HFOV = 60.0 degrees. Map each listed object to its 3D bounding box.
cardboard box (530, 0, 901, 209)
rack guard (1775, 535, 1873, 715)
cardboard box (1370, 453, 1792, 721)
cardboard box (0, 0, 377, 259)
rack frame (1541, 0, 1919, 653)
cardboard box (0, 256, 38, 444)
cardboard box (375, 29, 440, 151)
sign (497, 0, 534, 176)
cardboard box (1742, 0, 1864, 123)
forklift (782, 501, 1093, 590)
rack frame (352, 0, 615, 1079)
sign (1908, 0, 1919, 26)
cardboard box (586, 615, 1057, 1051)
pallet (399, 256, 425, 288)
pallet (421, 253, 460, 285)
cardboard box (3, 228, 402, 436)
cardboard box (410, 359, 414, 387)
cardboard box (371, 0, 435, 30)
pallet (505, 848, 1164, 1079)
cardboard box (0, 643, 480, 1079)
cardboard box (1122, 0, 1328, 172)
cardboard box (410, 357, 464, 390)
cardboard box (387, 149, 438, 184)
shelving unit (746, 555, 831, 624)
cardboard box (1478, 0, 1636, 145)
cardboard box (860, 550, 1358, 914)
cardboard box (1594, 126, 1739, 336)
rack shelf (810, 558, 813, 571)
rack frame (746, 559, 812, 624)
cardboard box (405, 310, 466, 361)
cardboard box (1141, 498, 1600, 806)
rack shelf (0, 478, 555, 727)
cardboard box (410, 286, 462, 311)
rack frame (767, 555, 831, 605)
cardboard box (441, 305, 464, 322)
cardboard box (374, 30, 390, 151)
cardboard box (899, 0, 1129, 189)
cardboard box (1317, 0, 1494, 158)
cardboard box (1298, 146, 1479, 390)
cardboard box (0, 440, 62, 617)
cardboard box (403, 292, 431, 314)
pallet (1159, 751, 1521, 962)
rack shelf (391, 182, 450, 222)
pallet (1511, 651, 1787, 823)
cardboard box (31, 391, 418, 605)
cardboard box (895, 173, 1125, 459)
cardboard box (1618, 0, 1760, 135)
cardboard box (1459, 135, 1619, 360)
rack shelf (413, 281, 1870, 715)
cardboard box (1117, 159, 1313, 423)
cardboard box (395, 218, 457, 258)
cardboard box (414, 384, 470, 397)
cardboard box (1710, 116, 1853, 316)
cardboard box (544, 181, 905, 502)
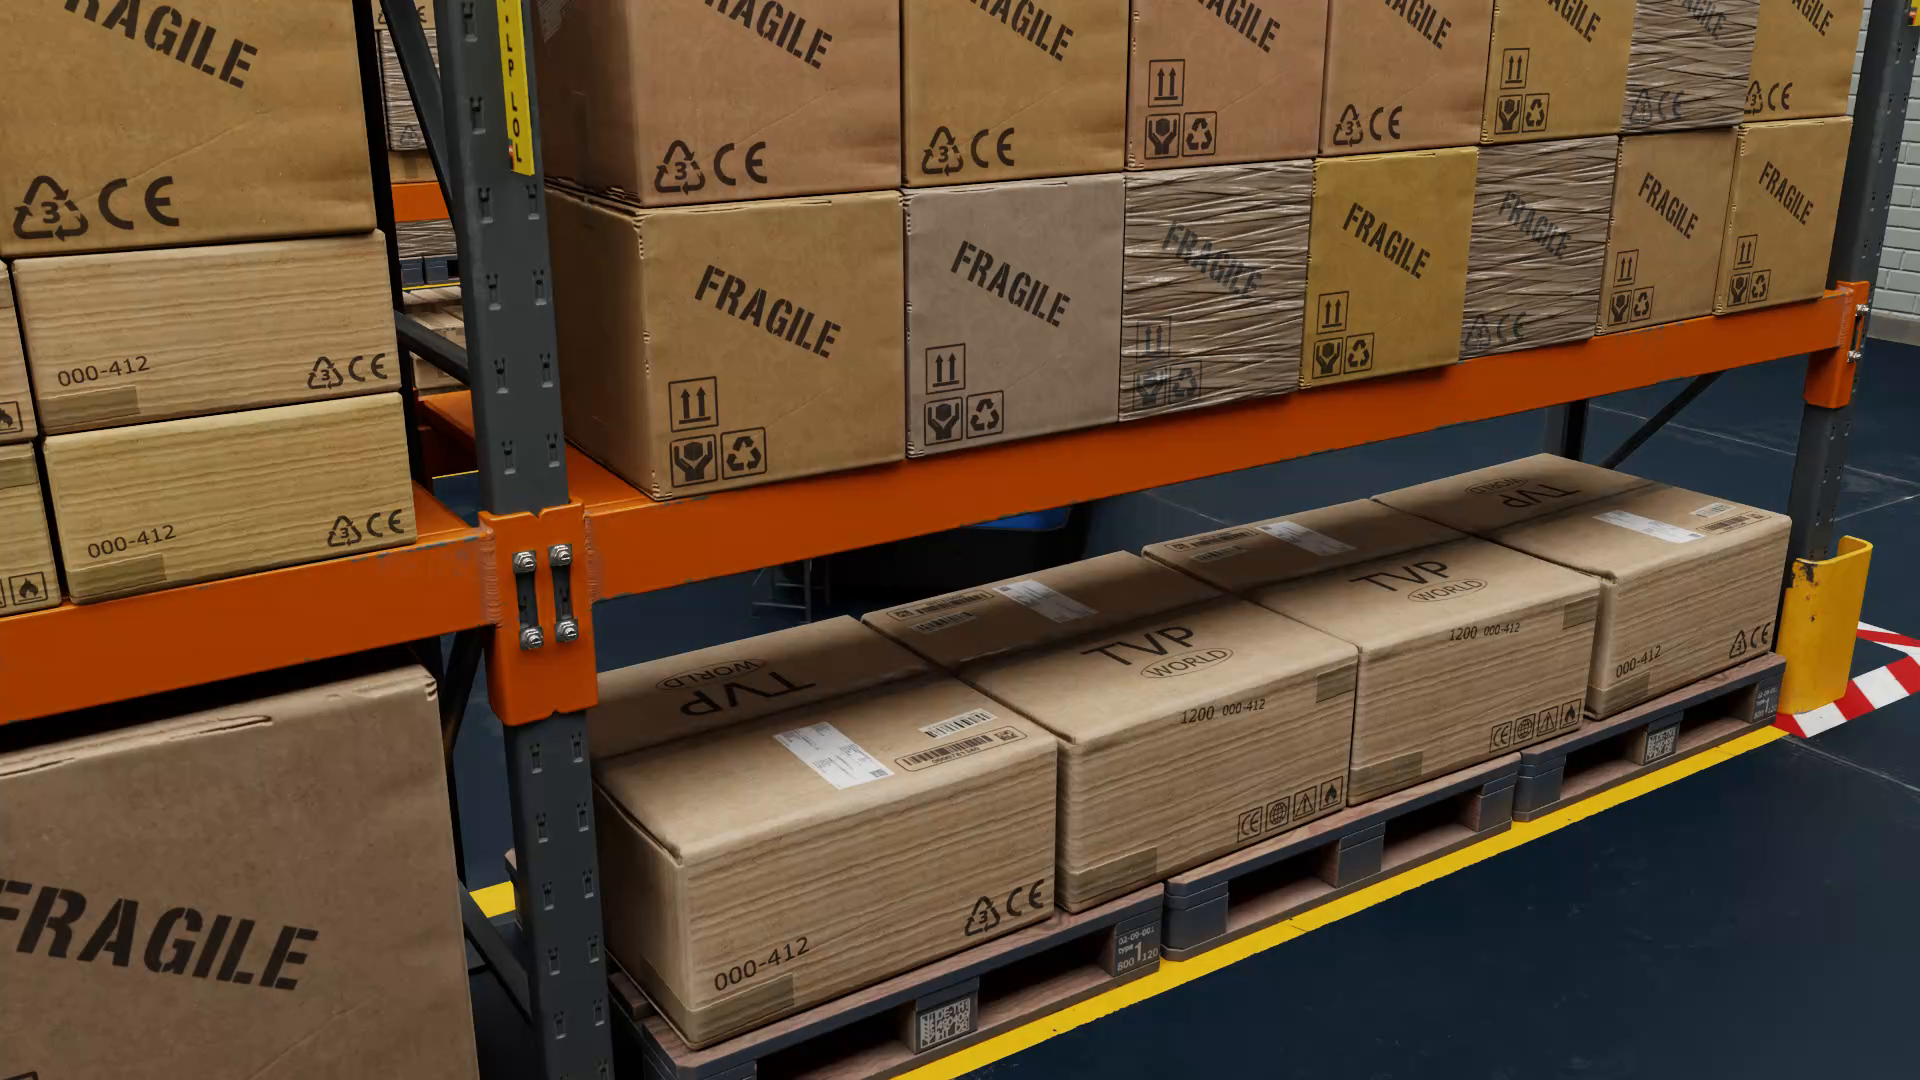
[{"bbox_3d":[-0.448,-0.890,2.975,0.500,0.500,0.500,-12,22,-31],"label":"cardboard box"},{"bbox_3d":[2.382,0.126,5.592,0.348,0.500,1.175,-12,22,-31],"label":"rack guard"},{"bbox_3d":[1.866,0.104,5.099,0.875,0.438,0.875,-13,23,-33],"label":"cardboard box"},{"bbox_3d":[-1.213,-0.725,2.487,0.500,0.500,0.500,-11,22,-30],"label":"cardboard box"},{"bbox_3d":[2.362,-1.054,5.179,0.127,3.000,1.000,-12,22,-31],"label":"rack frame"},{"bbox_3d":[-1.626,-0.282,2.350,0.500,0.250,0.500,-11,22,-30],"label":"cardboard box"},{"bbox_3d":[-2.383,-2.032,7.451,0.500,0.500,0.500,-12,22,-33],"label":"cardboard box"},{"bbox_3d":[-0.672,-0.717,2.498,0.005,0.325,0.100,-12,22,-31],"label":"sign"},{"bbox_3d":[2.091,-1.426,4.563,0.500,0.500,0.500,-11,22,-30],"label":"cardboard box"},{"bbox_3d":[0.068,-1.627,6.980,1.130,2.935,3.031,3,19,8],"label":"forklift"},{"bbox_3d":[-0.978,-0.349,3.095,0.127,3.000,1.000,-12,22,-31],"label":"rack frame"},{"bbox_3d":[2.649,-1.567,4.519,0.005,0.325,0.100,-12,22,-31],"label":"sign"},{"bbox_3d":[-0.395,0.584,3.680,0.875,0.438,0.875,-12,22,-32],"label":"cardboard box"},{"bbox_3d":[-4.731,-2.008,12.356,1.213,0.211,1.003,-12,22,-31],"label":"pallet"},{"bbox_3d":[-3.713,-2.222,12.987,1.213,0.211,1.003,-12,22,-31],"label":"pallet"},{"bbox_3d":[-1.213,-0.372,2.617,0.500,0.250,0.500,-12,22,-31],"label":"cardboard box"},{"bbox_3d":[-2.734,-0.791,7.732,0.250,0.149,0.380,-13,23,-34],"label":"cardboard box"},{"bbox_3d":[-2.412,-2.508,7.297,0.500,0.500,0.500,-11,22,-31],"label":"cardboard box"},{"bbox_3d":[-0.300,0.859,3.876,1.213,0.211,1.003,-12,22,-31],"label":"pallet"},{"bbox_3d":[-1.452,0.589,2.981,0.875,0.875,0.875,-11,22,-30],"label":"cardboard box"},{"bbox_3d":[0.412,-1.064,3.491,0.500,0.500,0.500,-11,22,-30],"label":"cardboard box"},{"bbox_3d":[-2.491,-0.833,7.857,0.250,0.149,0.380,-11,21,-29],"label":"cardboard box"},{"bbox_3d":[-2.523,-1.699,7.478,0.250,0.149,0.380,-11,22,-30],"label":"cardboard box"},{"bbox_3d":[-0.613,-0.170,5.842,0.258,0.900,0.210,5,19,14],"label":"shelving unit"},{"bbox_3d":[1.255,-1.240,4.012,0.500,0.500,0.500,-12,22,-32],"label":"cardboard box"},{"bbox_3d":[0.352,0.426,4.147,0.875,0.438,0.875,-13,22,-33],"label":"cardboard box"},{"bbox_3d":[1.678,-0.861,4.452,0.500,0.500,0.500,-12,22,-33],"label":"cardboard box"},{"bbox_3d":[-0.613,0.032,5.910,0.258,0.077,0.200,5,19,14],"label":"rack shelf"},{"bbox_3d":[-0.639,-0.138,5.749,0.240,0.900,0.006,5,19,14],"label":"rack frame"},{"bbox_3d":[-2.474,-0.957,7.757,0.250,0.149,0.380,-11,22,-30],"label":"cardboard box"},{"bbox_3d":[1.106,0.267,4.615,0.875,0.438,0.875,-11,22,-30],"label":"cardboard box"},{"bbox_3d":[-2.649,0.344,2.168,4.000,0.370,1.077,-12,22,-31],"label":"rack shelf"},{"bbox_3d":[-2.582,-1.168,8.381,0.250,0.149,0.380,-13,23,-33],"label":"cardboard box"},{"bbox_3d":[-0.587,-0.201,5.935,0.240,0.900,0.006,5,19,14],"label":"rack frame"},{"bbox_3d":[-2.292,-1.027,7.965,0.250,0.149,0.380,-13,23,-34],"label":"cardboard box"},{"bbox_3d":[-2.824,-1.953,7.217,0.500,0.500,0.500,-12,22,-31],"label":"cardboard box"},{"bbox_3d":[-0.022,-0.977,3.233,0.500,0.500,0.500,-12,22,-32],"label":"cardboard box"},{"bbox_3d":[0.834,-1.152,3.752,0.500,0.500,0.500,-12,22,-32],"label":"cardboard box"},{"bbox_3d":[0.829,-0.674,3.897,0.500,0.500,0.500,-11,22,-30],"label":"cardboard box"},{"bbox_3d":[-1.640,-0.042,2.421,0.500,0.250,0.500,-12,22,-32],"label":"cardboard box"},{"bbox_3d":[-2.801,-1.117,8.231,0.250,0.149,0.380,-13,23,-34],"label":"cardboard box"},{"bbox_3d":[0.720,0.642,4.515,1.213,0.211,1.003,-12,22,-31],"label":"pallet"},{"bbox_3d":[-2.115,-1.667,8.116,4.000,0.370,1.077,-12,22,-31],"label":"rack shelf"},{"bbox_3d":[1.738,0.429,5.147,1.213,0.211,1.003,-12,22,-31],"label":"pallet"},{"bbox_3d":[-1.214,-0.132,2.686,0.500,0.250,0.500,-13,22,-33],"label":"cardboard box"},{"bbox_3d":[-0.020,-0.497,3.375,0.500,0.500,0.500,-12,22,-31],"label":"cardboard box"},{"bbox_3d":[1.670,-1.326,4.267,0.500,0.500,0.500,-12,22,-31],"label":"cardboard box"},{"bbox_3d":[1.253,-0.768,4.177,0.500,0.500,0.500,-11,22,-30],"label":"cardboard box"},{"bbox_3d":[0.692,-0.361,4.252,4.000,0.370,1.077,-12,22,-31],"label":"rack shelf"},{"bbox_3d":[0.399,-0.583,3.629,0.500,0.500,0.500,-12,22,-31],"label":"cardboard box"},{"bbox_3d":[-4.339,-2.603,12.422,0.875,0.875,0.875,-12,22,-31],"label":"cardboard box"},{"bbox_3d":[-2.513,-0.702,7.932,0.250,0.149,0.380,-13,23,-34],"label":"cardboard box"},{"bbox_3d":[2.105,-0.946,4.702,0.500,0.500,0.500,-12,22,-31],"label":"cardboard box"},{"bbox_3d":[-0.442,-0.409,3.116,0.500,0.500,0.500,-11,22,-30],"label":"cardboard box"}]
